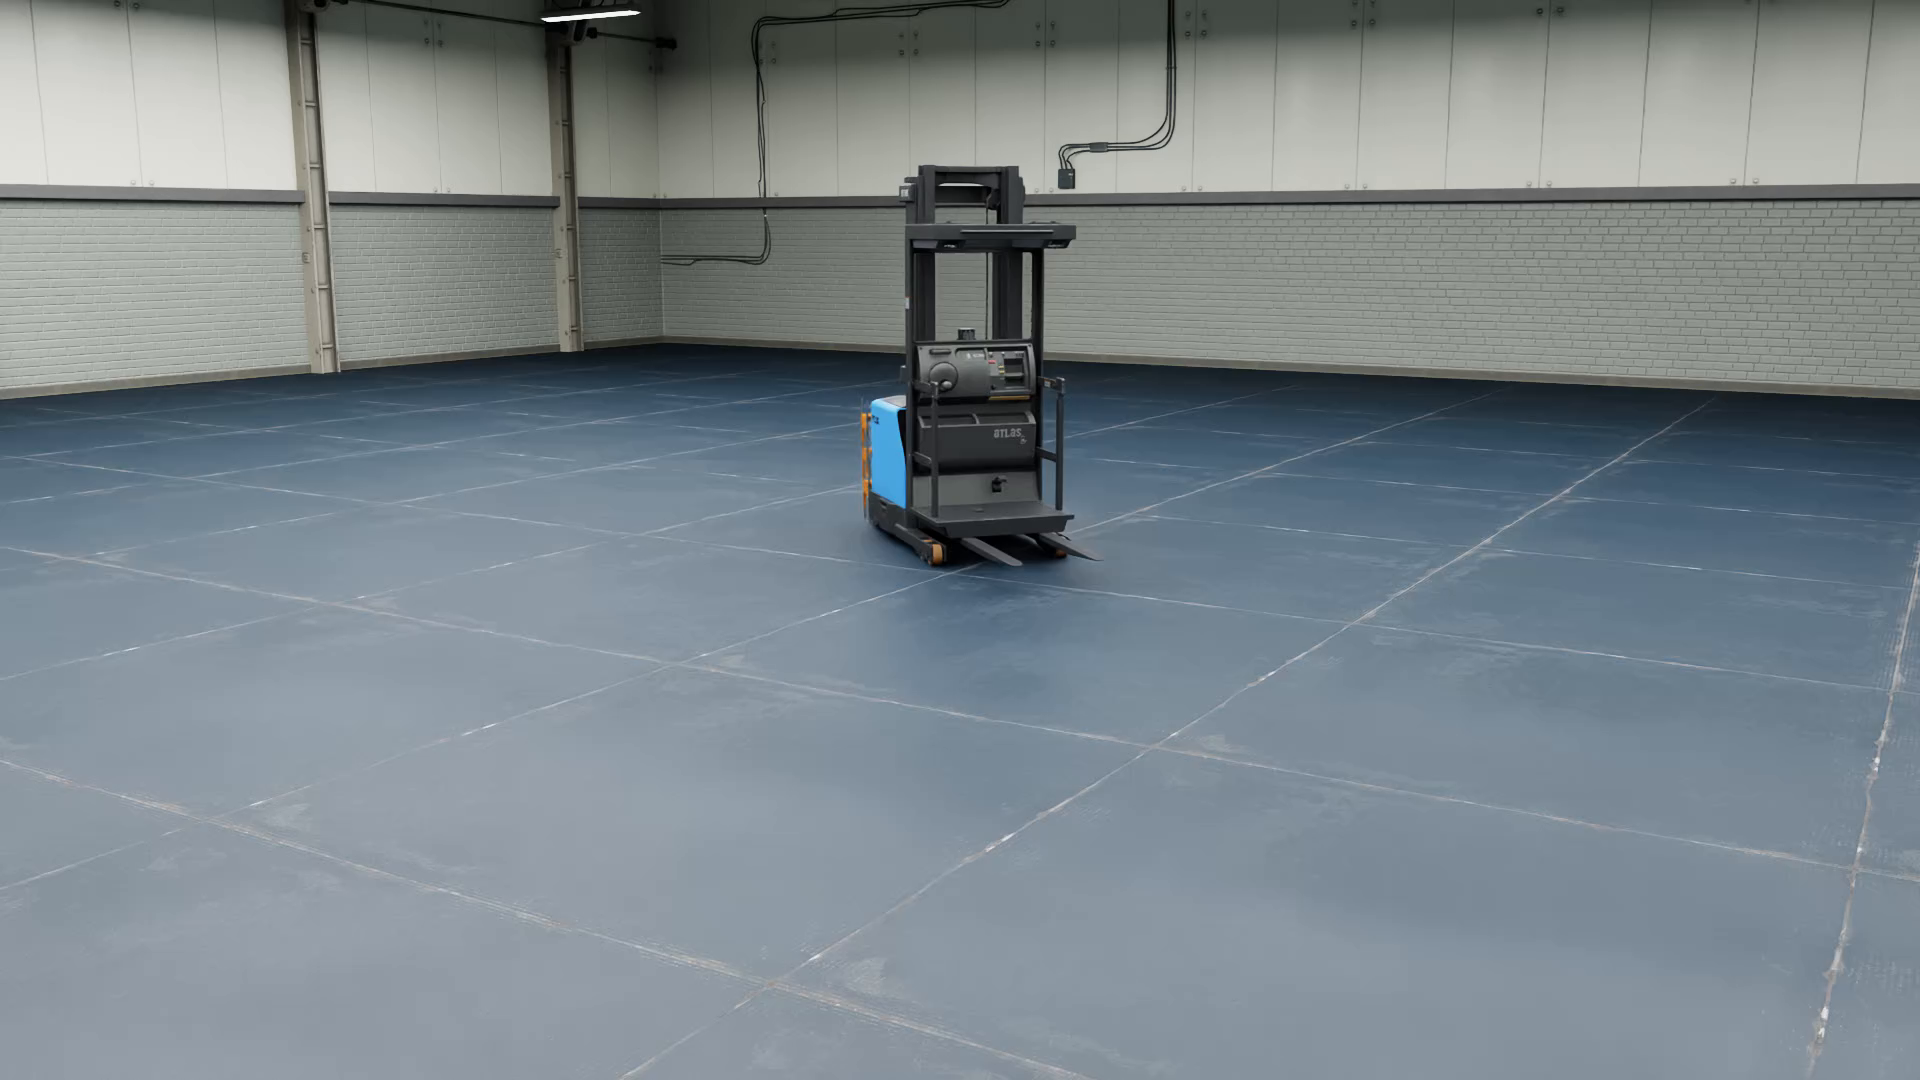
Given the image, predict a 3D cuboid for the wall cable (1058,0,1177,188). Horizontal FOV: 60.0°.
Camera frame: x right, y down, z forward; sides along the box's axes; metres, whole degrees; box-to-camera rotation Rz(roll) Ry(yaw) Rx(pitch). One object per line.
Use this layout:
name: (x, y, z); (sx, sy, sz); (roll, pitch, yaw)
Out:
wall cable: (2.823, -9.388, 29.820); (2.305, 6.003, 0.169); (6, 12, 31)

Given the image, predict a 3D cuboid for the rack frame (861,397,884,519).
rack frame: (-0.737, -0.700, 14.245); (0.200, 1.050, 0.008); (-3, 10, -13)

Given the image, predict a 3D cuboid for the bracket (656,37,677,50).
bracket: (-6.193, -10.463, 35.018); (0.235, 0.232, 0.430); (6, 12, 31)

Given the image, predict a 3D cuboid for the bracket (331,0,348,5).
bracket: (-10.539, -9.146, 27.987); (0.235, 0.232, 0.430); (6, 12, 31)

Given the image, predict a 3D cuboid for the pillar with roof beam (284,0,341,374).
pillar with roof beam: (-7.378, -6.934, 25.954); (9.100, 9.000, 0.548); (6, 12, 31)

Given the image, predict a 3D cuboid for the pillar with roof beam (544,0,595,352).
pillar with roof beam: (-4.263, -7.878, 30.994); (9.100, 9.000, 0.548); (6, 12, 31)

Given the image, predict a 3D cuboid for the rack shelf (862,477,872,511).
rack shelf: (-0.704, -0.396, 14.178); (0.215, 0.259, 0.240); (-3, 10, -13)

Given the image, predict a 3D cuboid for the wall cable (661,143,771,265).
wall cable: (-5.283, -7.100, 35.277); (3.097, 2.526, 0.112); (6, 12, 31)

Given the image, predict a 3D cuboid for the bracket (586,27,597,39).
bracket: (-7.424, -10.090, 33.028); (0.235, 0.232, 0.430); (6, 12, 31)

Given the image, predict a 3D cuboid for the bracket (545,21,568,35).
bracket: (-7.854, -9.959, 32.330); (0.235, 0.232, 0.430); (6, 12, 31)

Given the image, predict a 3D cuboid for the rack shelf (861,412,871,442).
rack shelf: (-0.713, -0.949, 14.081); (0.215, 0.259, 0.240); (-3, 10, -13)

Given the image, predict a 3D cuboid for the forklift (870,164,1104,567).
forklift: (0.197, -1.332, 12.518); (1.130, 2.935, 3.031); (-4, 11, -18)

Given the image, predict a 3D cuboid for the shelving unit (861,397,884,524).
shelving unit: (-0.709, -0.680, 14.128); (0.215, 1.050, 0.252); (-3, 10, -13)

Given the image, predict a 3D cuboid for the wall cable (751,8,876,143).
wall cable: (-2.971, -9.324, 33.432); (3.097, 2.526, 0.112); (6, 12, 31)

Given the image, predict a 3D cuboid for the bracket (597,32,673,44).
bracket: (-6.500, -10.370, 34.522); (0.076, 0.066, 3.189); (6, 12, 31)

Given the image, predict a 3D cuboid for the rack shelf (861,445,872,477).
rack shelf: (-0.708, -0.669, 14.130); (0.215, 0.259, 0.240); (-3, 10, -13)

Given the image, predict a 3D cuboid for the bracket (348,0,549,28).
bracket: (-9.192, -9.554, 30.166); (0.076, 0.066, 4.783); (6, 12, 31)

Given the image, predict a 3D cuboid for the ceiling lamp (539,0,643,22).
ceiling lamp: (-5.889, -10.097, 26.984); (2.000, 3.185, 0.800); (6, 12, 31)

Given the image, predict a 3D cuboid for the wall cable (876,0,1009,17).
wall cable: (-0.326, -11.264, 31.434); (3.097, 2.526, 0.112); (6, 12, 31)

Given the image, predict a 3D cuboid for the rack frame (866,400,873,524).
rack frame: (-0.681, -0.660, 14.011); (0.200, 1.050, 0.008); (-3, 10, -13)
